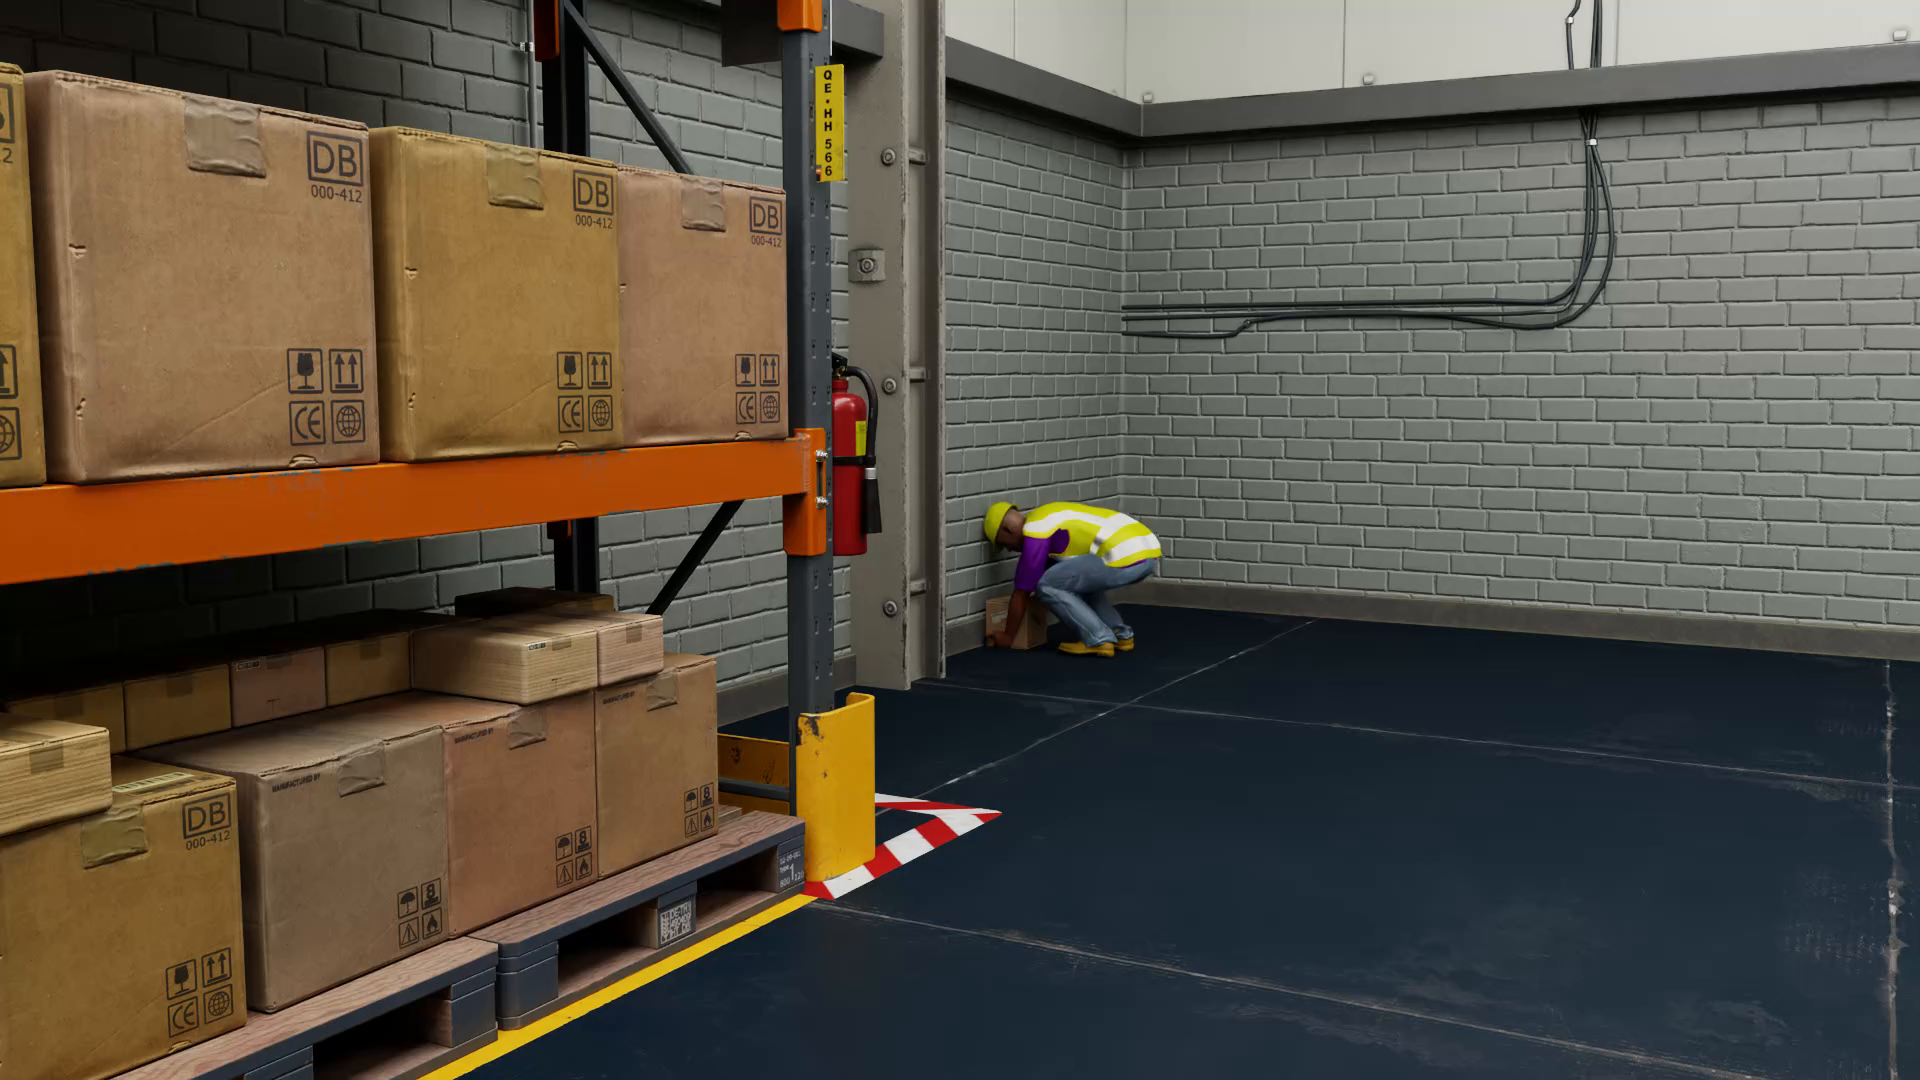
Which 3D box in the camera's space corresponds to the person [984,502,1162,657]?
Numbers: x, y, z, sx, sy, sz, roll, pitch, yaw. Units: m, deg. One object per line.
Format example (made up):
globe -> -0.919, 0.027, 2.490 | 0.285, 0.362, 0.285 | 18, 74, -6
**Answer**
person -> 0.573, 0.206, 8.873 | 0.968, 0.810, 0.523 | 3, 7, 27
